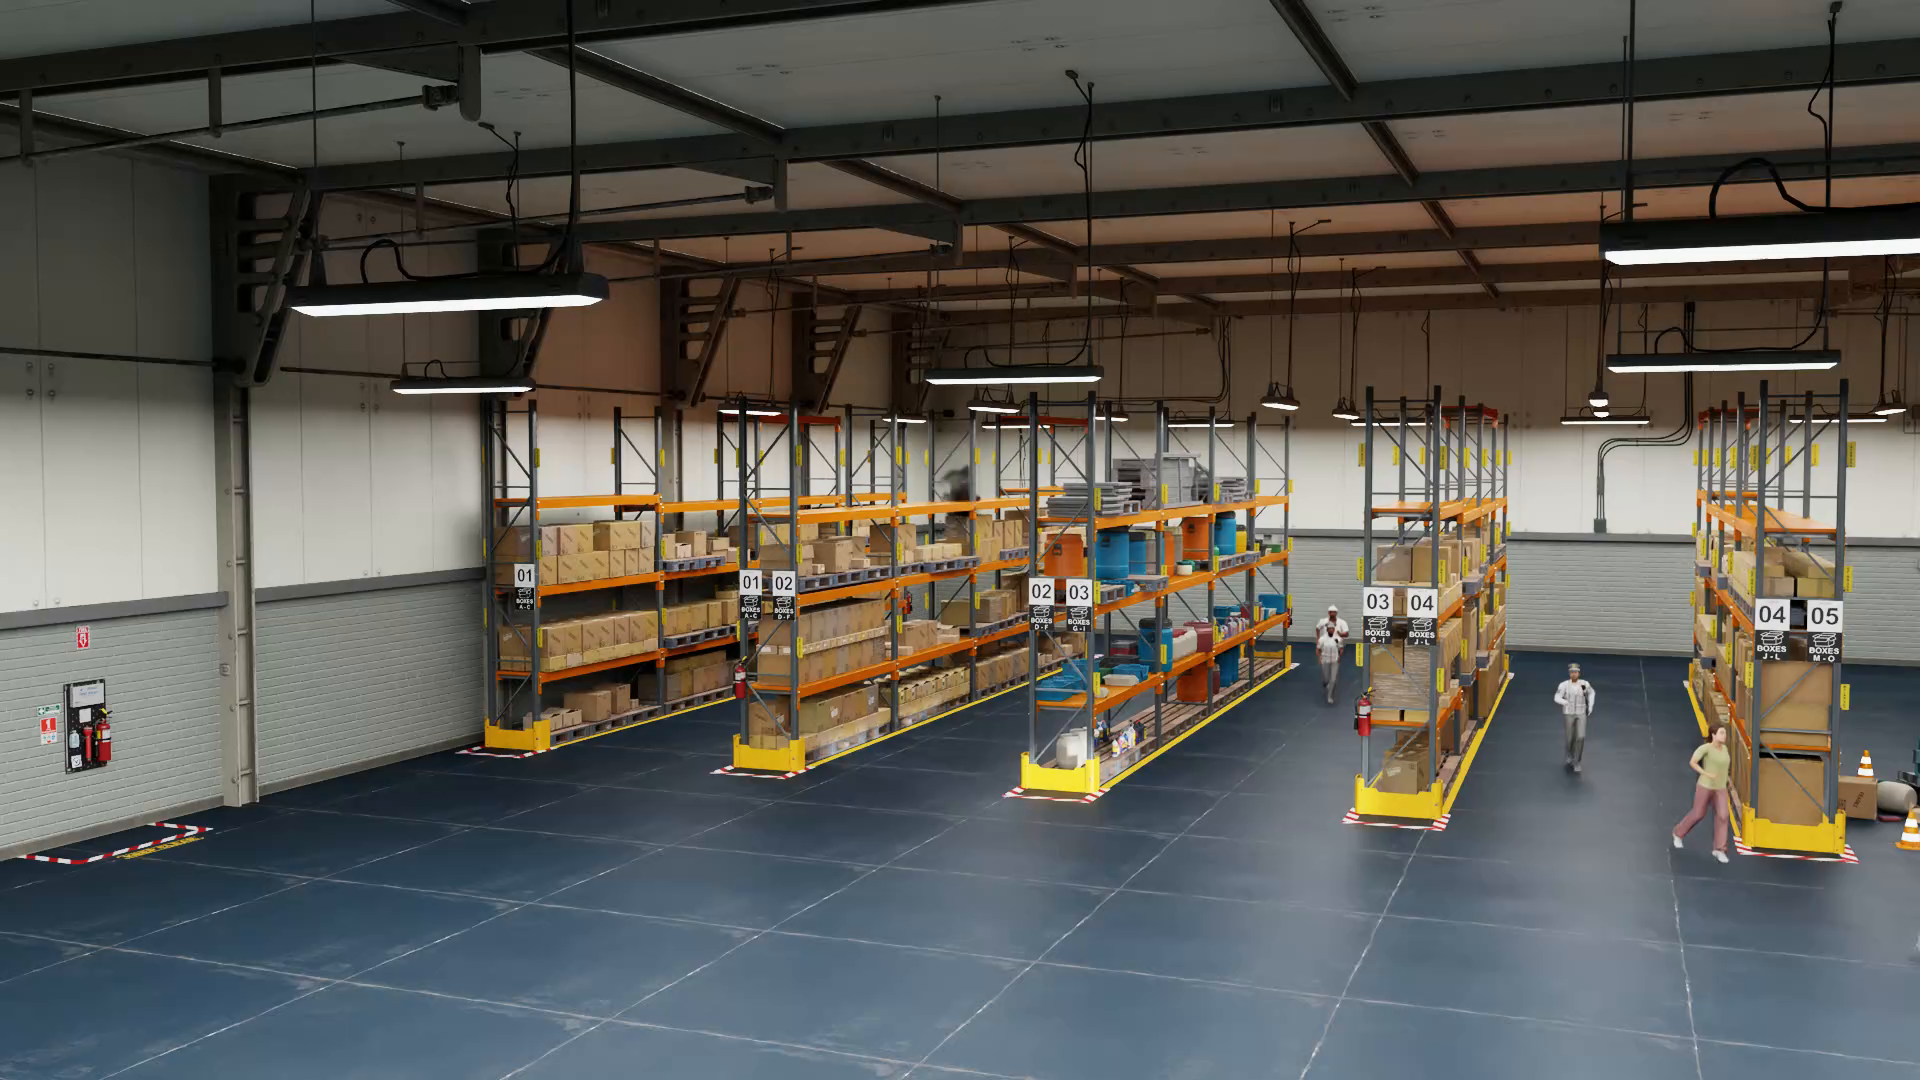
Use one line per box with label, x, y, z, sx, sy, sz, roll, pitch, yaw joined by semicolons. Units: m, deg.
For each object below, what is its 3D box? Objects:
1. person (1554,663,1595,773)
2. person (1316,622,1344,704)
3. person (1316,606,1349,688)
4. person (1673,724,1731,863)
person;9.890;2.847;26.763;0.616;1.744;0.735;1;3;20
person;7.597;2.498;34.125;0.575;1.665;0.611;0;3;6
person;8.104;2.307;36.198;0.700;1.753;0.988;1;3;11
person;9.468;3.133;20.887;0.643;1.658;0.940;-1;3;-12
